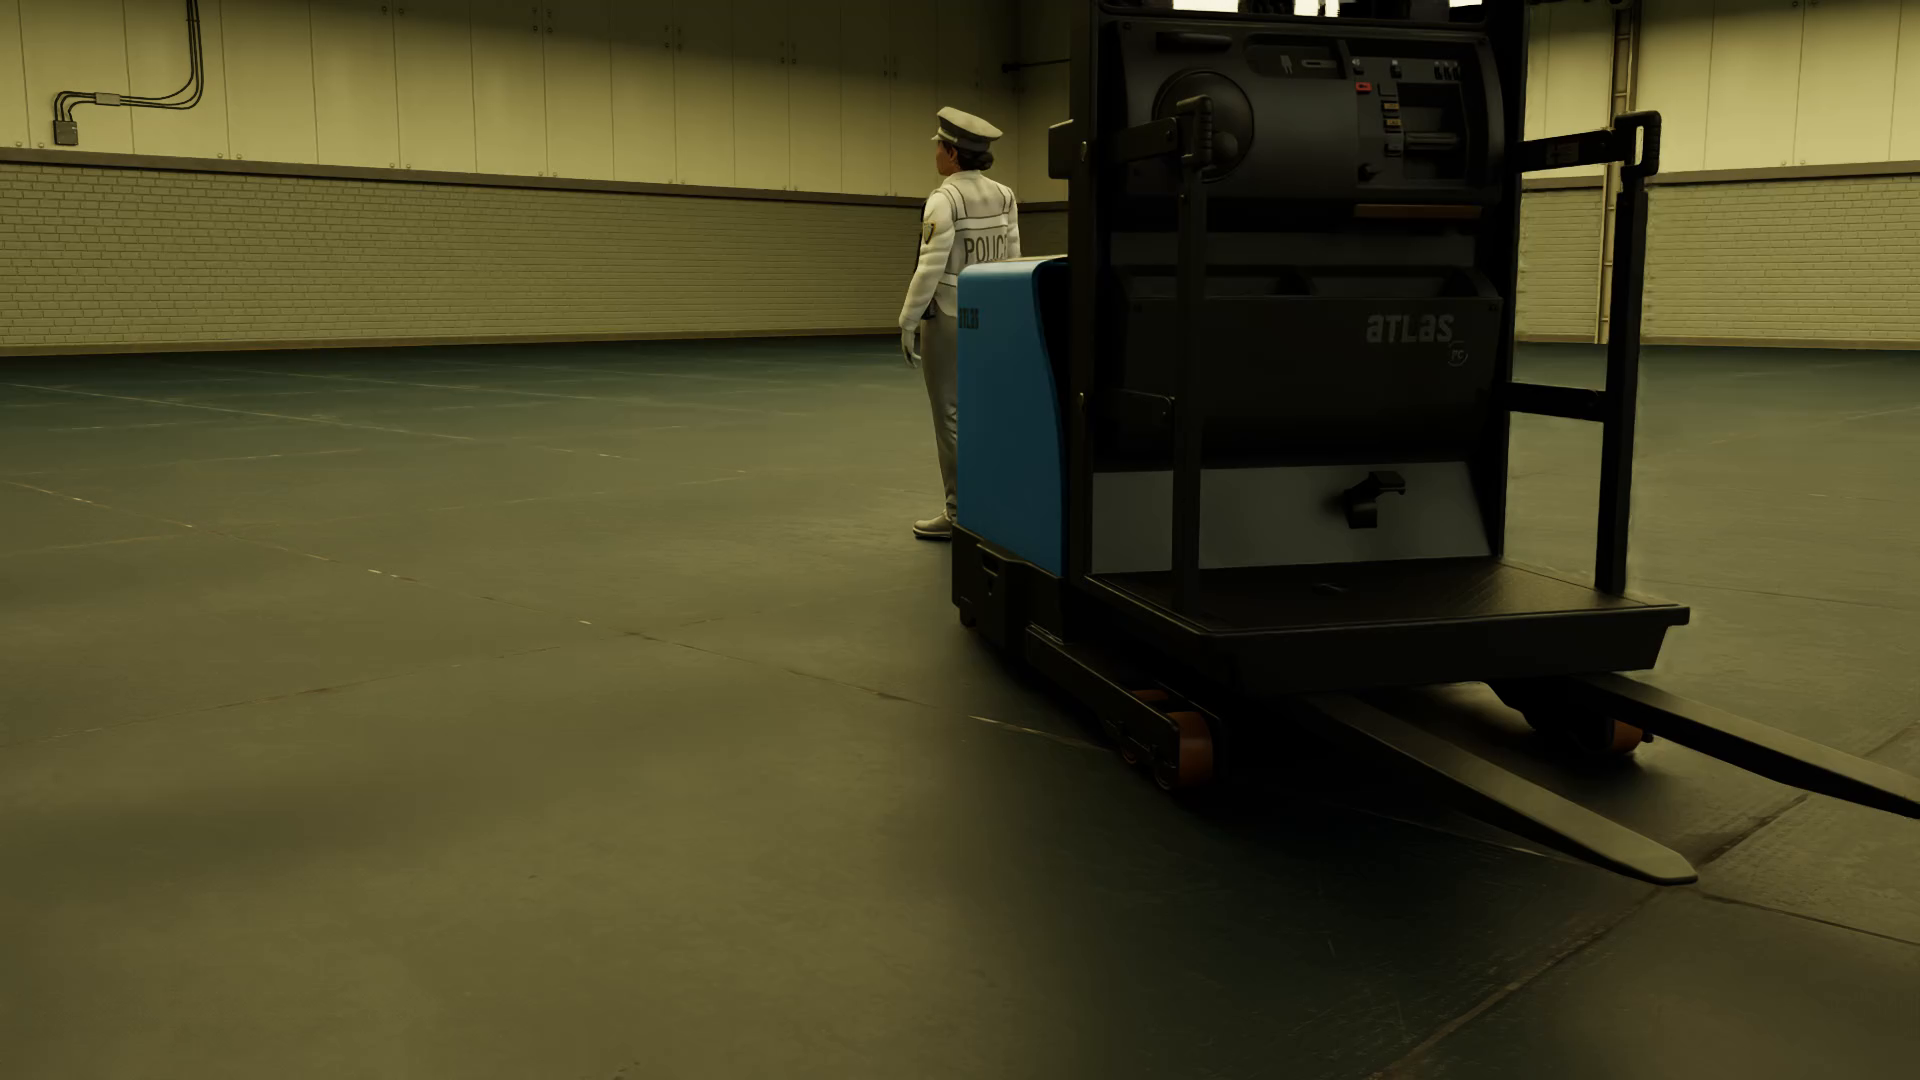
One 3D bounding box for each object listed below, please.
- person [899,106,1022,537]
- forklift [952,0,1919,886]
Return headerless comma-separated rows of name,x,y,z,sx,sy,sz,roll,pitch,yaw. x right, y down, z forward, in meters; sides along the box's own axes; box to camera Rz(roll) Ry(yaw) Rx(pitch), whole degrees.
person,-0.045,-0.853,6.642,0.529,1.694,0.587,8,12,43
forklift,0.856,-1.006,3.552,1.130,2.935,3.031,-2,9,-15
